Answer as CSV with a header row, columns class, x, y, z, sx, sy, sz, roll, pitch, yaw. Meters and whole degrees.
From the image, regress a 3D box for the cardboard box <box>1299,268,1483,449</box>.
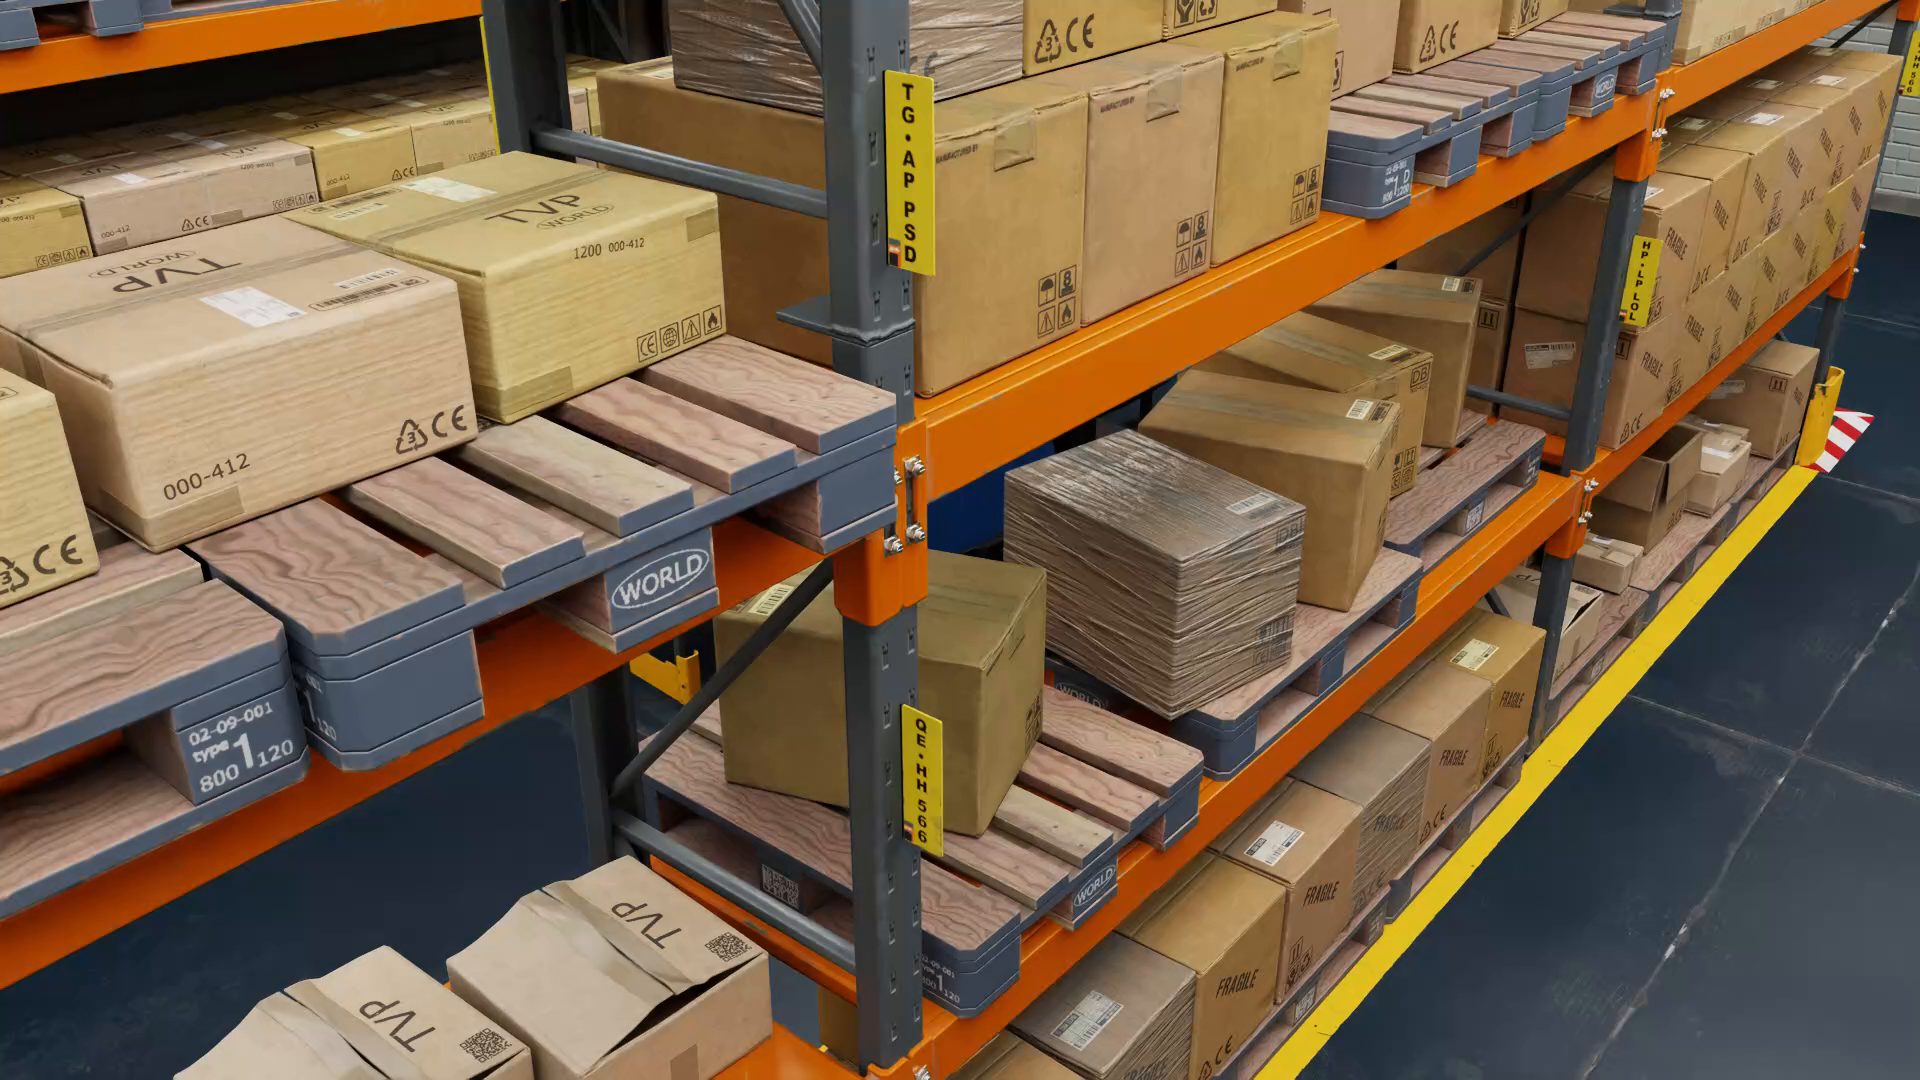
class,x,y,z,sx,sy,sz,roll,pitch,yaw
cardboard box,1.566,-0.713,6.299,0.700,0.500,0.500,9,29,18

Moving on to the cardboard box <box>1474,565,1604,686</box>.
class,x,y,z,sx,sy,sz,roll,pitch,yaw
cardboard box,2.474,0.328,7.299,0.500,0.311,0.500,21,34,34

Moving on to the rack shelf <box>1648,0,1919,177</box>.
class,x,y,z,sx,sy,sz,roll,pitch,yaw
rack shelf,3.312,-2.307,7.463,1.077,0.370,4.000,21,34,34

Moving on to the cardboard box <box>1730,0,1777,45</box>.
class,x,y,z,sx,sy,sz,roll,pitch,yaw
cardboard box,2.861,-2.127,6.495,0.500,0.250,0.500,21,34,34

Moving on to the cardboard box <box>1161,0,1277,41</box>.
class,x,y,z,sx,sy,sz,roll,pitch,yaw
cardboard box,0.427,-1.502,3.928,0.500,0.500,0.500,21,34,34

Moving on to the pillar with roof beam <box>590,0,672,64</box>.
class,x,y,z,sx,sy,sz,roll,pitch,yaw
pillar with roof beam,1.315,-3.939,6.570,9.100,9.000,0.400,21,34,34

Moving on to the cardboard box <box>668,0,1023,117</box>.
class,x,y,z,sx,sy,sz,roll,pitch,yaw
cardboard box,-0.222,-1.140,3.228,0.500,0.500,0.500,21,34,34

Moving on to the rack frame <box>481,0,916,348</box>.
class,x,y,z,sx,sy,sz,roll,pitch,yaw
rack frame,-0.504,-1.831,2.497,1.000,3.000,0.127,21,34,34

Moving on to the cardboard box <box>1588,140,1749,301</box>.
class,x,y,z,sx,sy,sz,roll,pitch,yaw
cardboard box,2.885,-1.341,6.882,0.500,0.500,0.500,20,33,33

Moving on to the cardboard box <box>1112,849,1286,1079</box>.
class,x,y,z,sx,sy,sz,roll,pitch,yaw
cardboard box,0.657,1.306,5.202,0.500,0.500,0.500,20,34,34

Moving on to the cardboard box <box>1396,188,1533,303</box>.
class,x,y,z,sx,sy,sz,roll,pitch,yaw
cardboard box,2.162,-1.329,6.857,0.500,0.500,0.500,21,34,35

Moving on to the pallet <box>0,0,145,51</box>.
class,x,y,z,sx,sy,sz,roll,pitch,yaw
pallet,-3.961,-2.106,6.496,1.213,0.211,1.003,23,35,37

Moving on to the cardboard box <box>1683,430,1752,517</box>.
class,x,y,z,sx,sy,sz,roll,pitch,yaw
cardboard box,3.801,-0.385,8.743,0.500,0.250,0.500,21,34,34

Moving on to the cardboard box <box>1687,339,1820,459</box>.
class,x,y,z,sx,sy,sz,roll,pitch,yaw
cardboard box,4.428,-0.824,9.319,0.500,0.500,0.500,21,34,34

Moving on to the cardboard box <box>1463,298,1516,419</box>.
class,x,y,z,sx,sy,sz,roll,pitch,yaw
cardboard box,2.160,-0.882,7.081,0.500,0.500,0.500,21,34,35

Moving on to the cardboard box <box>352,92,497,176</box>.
class,x,y,z,sx,sy,sz,roll,pitch,yaw
cardboard box,-2.542,-1.950,7.985,0.500,0.250,0.500,22,34,35

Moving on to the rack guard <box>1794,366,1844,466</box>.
class,x,y,z,sx,sy,sz,roll,pitch,yaw
rack guard,4.536,-0.866,9.880,1.175,0.500,0.348,21,34,34

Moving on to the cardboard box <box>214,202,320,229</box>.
class,x,y,z,sx,sy,sz,roll,pitch,yaw
cardboard box,-3.166,-1.255,7.457,0.500,0.500,0.500,21,34,34

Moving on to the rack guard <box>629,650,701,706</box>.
class,x,y,z,sx,sy,sz,roll,pitch,yaw
rack guard,-1.373,0.524,7.466,0.587,0.250,0.087,24,36,38

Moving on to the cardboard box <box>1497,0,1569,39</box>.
class,x,y,z,sx,sy,sz,roll,pitch,yaw
cardboard box,1.663,-2.036,5.481,0.600,0.600,0.600,17,32,30

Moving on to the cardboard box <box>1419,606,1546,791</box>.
class,x,y,z,sx,sy,sz,roll,pitch,yaw
cardboard box,1.947,0.588,6.590,0.500,0.500,0.500,21,34,34

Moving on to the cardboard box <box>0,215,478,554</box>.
class,x,y,z,sx,sy,sz,roll,pitch,yaw
cardboard box,-1.069,-0.251,2.412,0.500,0.250,0.500,22,34,36

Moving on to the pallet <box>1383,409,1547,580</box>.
class,x,y,z,sx,sy,sz,roll,pitch,yaw
pallet,1.447,-0.248,6.175,1.003,0.211,1.213,21,34,34

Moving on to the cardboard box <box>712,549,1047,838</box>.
class,x,y,z,sx,sy,sz,roll,pitch,yaw
cardboard box,-0.191,0.346,4.251,0.700,0.500,0.500,10,29,18

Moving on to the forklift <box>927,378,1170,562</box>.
class,x,y,z,sx,sy,sz,roll,pitch,yaw
forklift,0.437,-1.510,8.479,1.130,2.935,3.031,24,36,38

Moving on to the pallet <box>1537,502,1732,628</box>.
class,x,y,z,sx,sy,sz,roll,pitch,yaw
pallet,3.253,-0.024,8.567,1.003,0.211,1.213,21,34,34

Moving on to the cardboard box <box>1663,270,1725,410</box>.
class,x,y,z,sx,sy,sz,roll,pitch,yaw
cardboard box,2.898,-0.913,7.142,0.500,0.500,0.500,21,34,35

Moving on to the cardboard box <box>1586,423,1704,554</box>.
class,x,y,z,sx,sy,sz,roll,pitch,yaw
cardboard box,3.231,-0.339,8.379,0.797,0.503,0.637,21,34,34

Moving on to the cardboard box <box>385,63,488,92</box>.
class,x,y,z,sx,sy,sz,roll,pitch,yaw
cardboard box,-2.606,-2.276,8.614,0.500,0.250,0.500,21,34,35

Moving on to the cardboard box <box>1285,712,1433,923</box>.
class,x,y,z,sx,sy,sz,roll,pitch,yaw
cardboard box,1.307,0.939,5.912,0.500,0.500,0.500,21,34,35

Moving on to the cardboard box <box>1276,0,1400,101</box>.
class,x,y,z,sx,sy,sz,roll,pitch,yaw
cardboard box,0.816,-1.562,4.565,0.600,0.600,0.600,19,33,33

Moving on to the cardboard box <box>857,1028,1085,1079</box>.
class,x,y,z,sx,sy,sz,roll,pitch,yaw
cardboard box,0.006,1.670,4.499,0.500,0.500,0.500,22,35,36

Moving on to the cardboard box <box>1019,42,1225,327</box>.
class,x,y,z,sx,sy,sz,roll,pitch,yaw
cardboard box,0.072,-0.889,3.830,0.910,0.500,0.500,21,34,34

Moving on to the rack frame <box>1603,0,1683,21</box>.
class,x,y,z,sx,sy,sz,roll,pitch,yaw
rack frame,2.040,-3.250,5.238,1.000,3.000,0.127,21,34,34

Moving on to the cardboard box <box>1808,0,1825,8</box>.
class,x,y,z,sx,sy,sz,roll,pitch,yaw
cardboard box,3.496,-2.482,7.182,0.500,0.250,0.500,21,34,34

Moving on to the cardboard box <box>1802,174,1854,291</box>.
class,x,y,z,sx,sy,sz,roll,pitch,yaw
cardboard box,4.182,-1.624,8.517,0.500,0.500,0.500,21,34,35

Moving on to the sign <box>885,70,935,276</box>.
class,x,y,z,sx,sy,sz,roll,pitch,yaw
sign,-0.081,-0.599,2.730,0.100,0.325,0.005,21,34,34

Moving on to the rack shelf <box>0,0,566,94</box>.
class,x,y,z,sx,sy,sz,roll,pitch,yaw
rack shelf,-3.057,-2.335,7.518,1.077,0.370,4.000,21,34,34

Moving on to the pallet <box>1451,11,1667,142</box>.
class,x,y,z,sx,sy,sz,roll,pitch,yaw
pallet,1.571,-1.623,5.563,1.213,0.211,1.003,21,34,34

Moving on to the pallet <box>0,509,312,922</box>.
class,x,y,z,sx,sy,sz,roll,pitch,yaw
pallet,-1.576,0.249,1.945,1.003,0.211,1.213,23,35,37

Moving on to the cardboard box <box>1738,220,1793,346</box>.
class,x,y,z,sx,sy,sz,roll,pitch,yaw
cardboard box,3.540,-1.270,7.832,0.500,0.500,0.500,20,34,34

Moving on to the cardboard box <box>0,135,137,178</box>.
class,x,y,z,sx,sy,sz,roll,pitch,yaw
cardboard box,-3.909,-1.551,7.213,0.500,0.250,0.500,19,33,33

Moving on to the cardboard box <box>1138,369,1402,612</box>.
class,x,y,z,sx,sy,sz,roll,pitch,yaw
cardboard box,0.964,-0.172,5.251,0.700,0.500,0.500,12,30,22

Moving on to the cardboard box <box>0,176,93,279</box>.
class,x,y,z,sx,sy,sz,roll,pitch,yaw
cardboard box,-3.823,-1.228,6.588,0.500,0.250,0.500,22,34,36

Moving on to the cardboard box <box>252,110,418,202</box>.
class,x,y,z,sx,sy,sz,roll,pitch,yaw
cardboard box,-2.865,-1.769,7.635,0.500,0.250,0.500,20,33,33

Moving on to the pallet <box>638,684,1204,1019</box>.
class,x,y,z,sx,sy,sz,roll,pitch,yaw
pallet,-0.127,0.658,4.423,1.213,0.211,1.003,21,34,34

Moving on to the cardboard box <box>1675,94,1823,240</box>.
class,x,y,z,sx,sy,sz,roll,pitch,yaw
cardboard box,3.540,-1.707,7.588,0.500,0.500,0.500,22,35,36

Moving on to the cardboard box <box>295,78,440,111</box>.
class,x,y,z,sx,sy,sz,roll,pitch,yaw
cardboard box,-2.921,-2.096,8.267,0.500,0.250,0.500,19,33,33

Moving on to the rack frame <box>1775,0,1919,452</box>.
class,x,y,z,sx,sy,sz,roll,pitch,yaw
rack frame,4.584,-2.003,9.358,1.000,3.000,0.127,21,34,34

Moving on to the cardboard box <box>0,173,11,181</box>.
class,x,y,z,sx,sy,sz,roll,pitch,yaw
cardboard box,-4.241,-1.368,6.860,0.500,0.250,0.500,22,34,36

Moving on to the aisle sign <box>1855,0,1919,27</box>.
class,x,y,z,sx,sy,sz,roll,pitch,yaw
aisle sign,4.864,-3.093,8.634,0.394,0.787,0.004,21,34,34

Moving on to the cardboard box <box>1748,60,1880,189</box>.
class,x,y,z,sx,sy,sz,roll,pitch,yaw
cardboard box,4.193,-2.074,8.298,0.500,0.500,0.500,22,34,36

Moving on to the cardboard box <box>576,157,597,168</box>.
class,x,y,z,sx,sy,sz,roll,pitch,yaw
cardboard box,-2.201,-1.796,8.503,0.500,0.500,0.500,21,34,35

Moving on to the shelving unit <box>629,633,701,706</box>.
class,x,y,z,sx,sy,sz,roll,pitch,yaw
shelving unit,-1.029,-0.197,7.498,0.587,1.500,1.083,24,36,38

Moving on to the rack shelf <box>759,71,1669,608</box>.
class,x,y,z,sx,sy,sz,roll,pitch,yaw
rack shelf,0.768,-0.889,4.722,1.077,0.370,4.000,21,34,34

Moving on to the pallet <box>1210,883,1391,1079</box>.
class,x,y,z,sx,sy,sz,roll,pitch,yaw
pallet,0.776,1.387,5.838,1.003,0.211,1.213,21,34,34

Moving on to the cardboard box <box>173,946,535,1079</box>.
class,x,y,z,sx,sy,sz,roll,pitch,yaw
cardboard box,-1.223,1.133,3.392,0.500,0.311,0.500,20,34,34

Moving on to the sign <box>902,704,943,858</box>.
class,x,y,z,sx,sy,sz,roll,pitch,yaw
sign,-0.074,0.480,3.298,0.100,0.325,0.005,21,34,34
